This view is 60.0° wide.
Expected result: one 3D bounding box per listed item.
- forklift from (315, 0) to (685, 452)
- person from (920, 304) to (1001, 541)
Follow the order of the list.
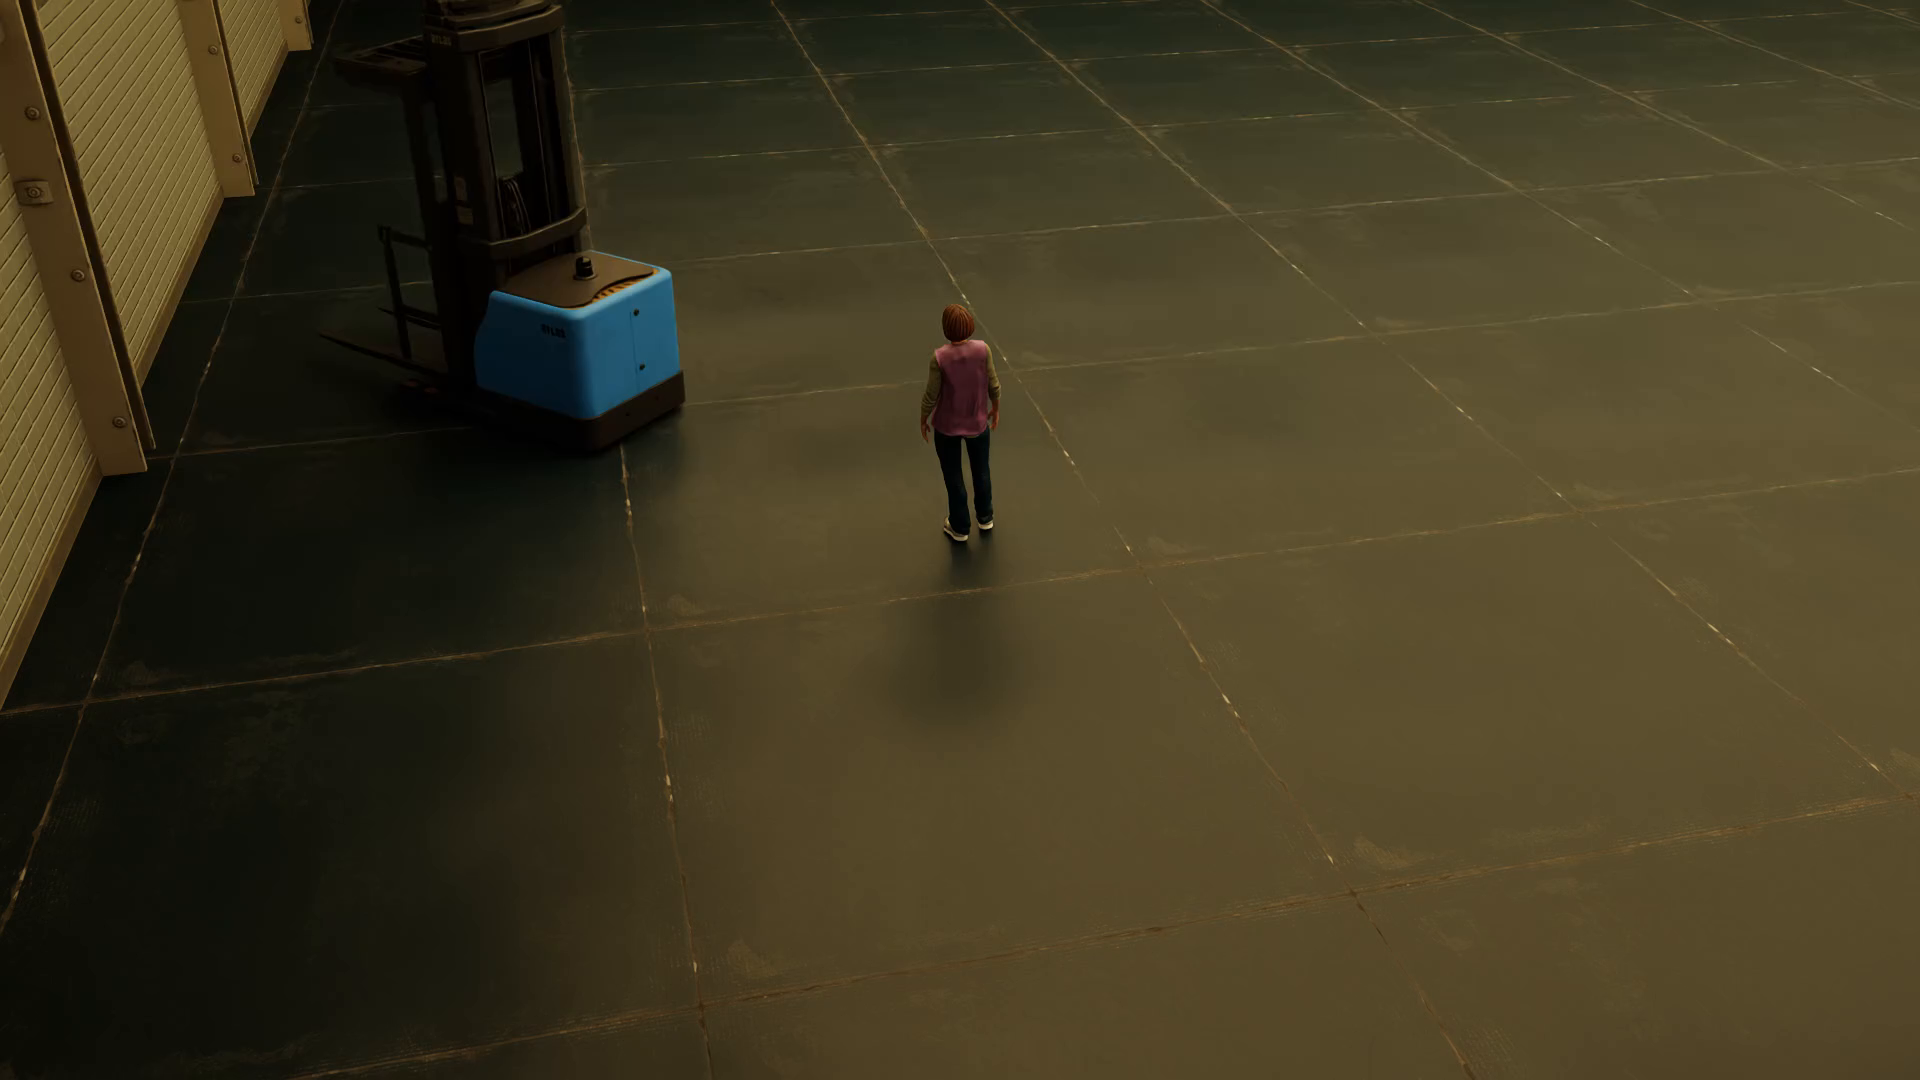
[{"bbox_3d":[-3.522,-2.422,11.758,3.031,2.935,1.130,17,34,27],"label":"forklift"},{"bbox_3d":[-0.003,-0.735,10.161,0.520,1.597,0.476,-7,31,-12],"label":"person"}]
